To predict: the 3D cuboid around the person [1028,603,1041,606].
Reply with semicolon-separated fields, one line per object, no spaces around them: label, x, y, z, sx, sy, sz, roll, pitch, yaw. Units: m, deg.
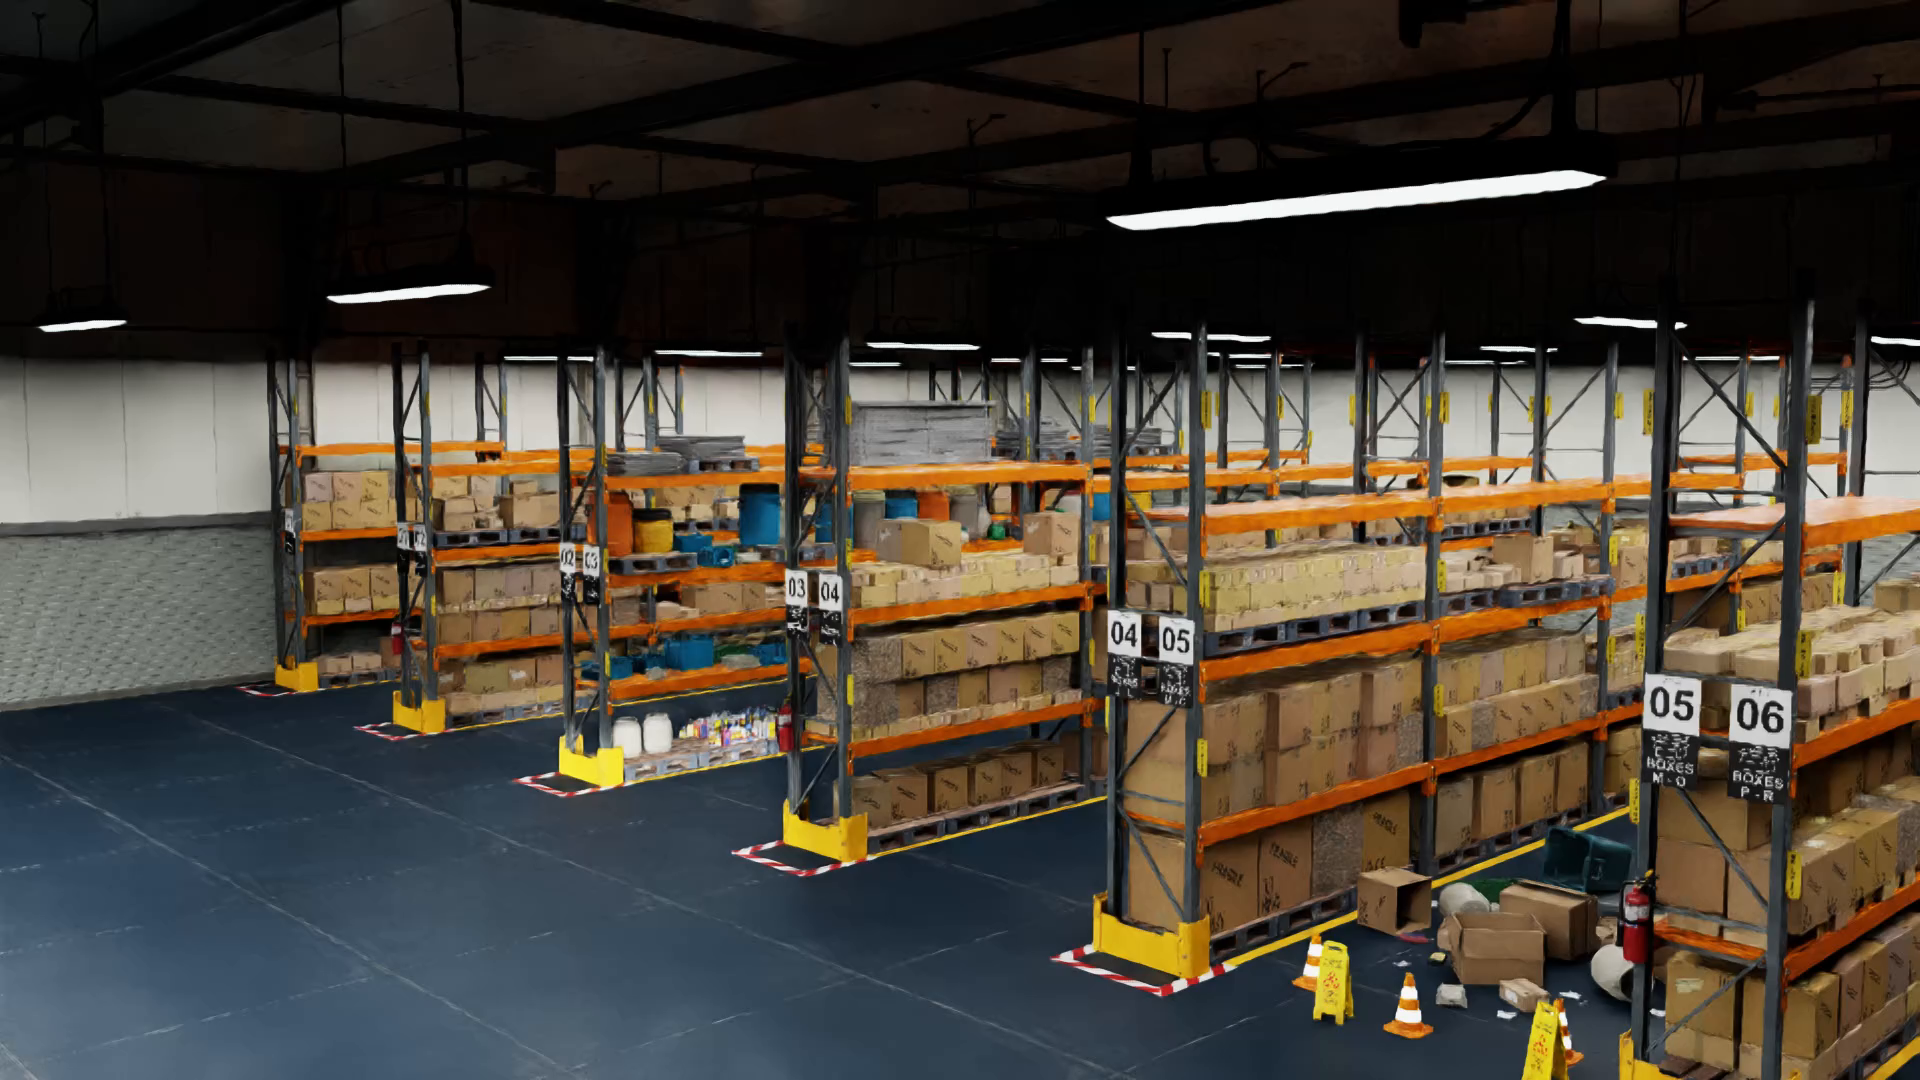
person;1.412;1.524;31.937;0.476;1.738;0.620;2;5;22
